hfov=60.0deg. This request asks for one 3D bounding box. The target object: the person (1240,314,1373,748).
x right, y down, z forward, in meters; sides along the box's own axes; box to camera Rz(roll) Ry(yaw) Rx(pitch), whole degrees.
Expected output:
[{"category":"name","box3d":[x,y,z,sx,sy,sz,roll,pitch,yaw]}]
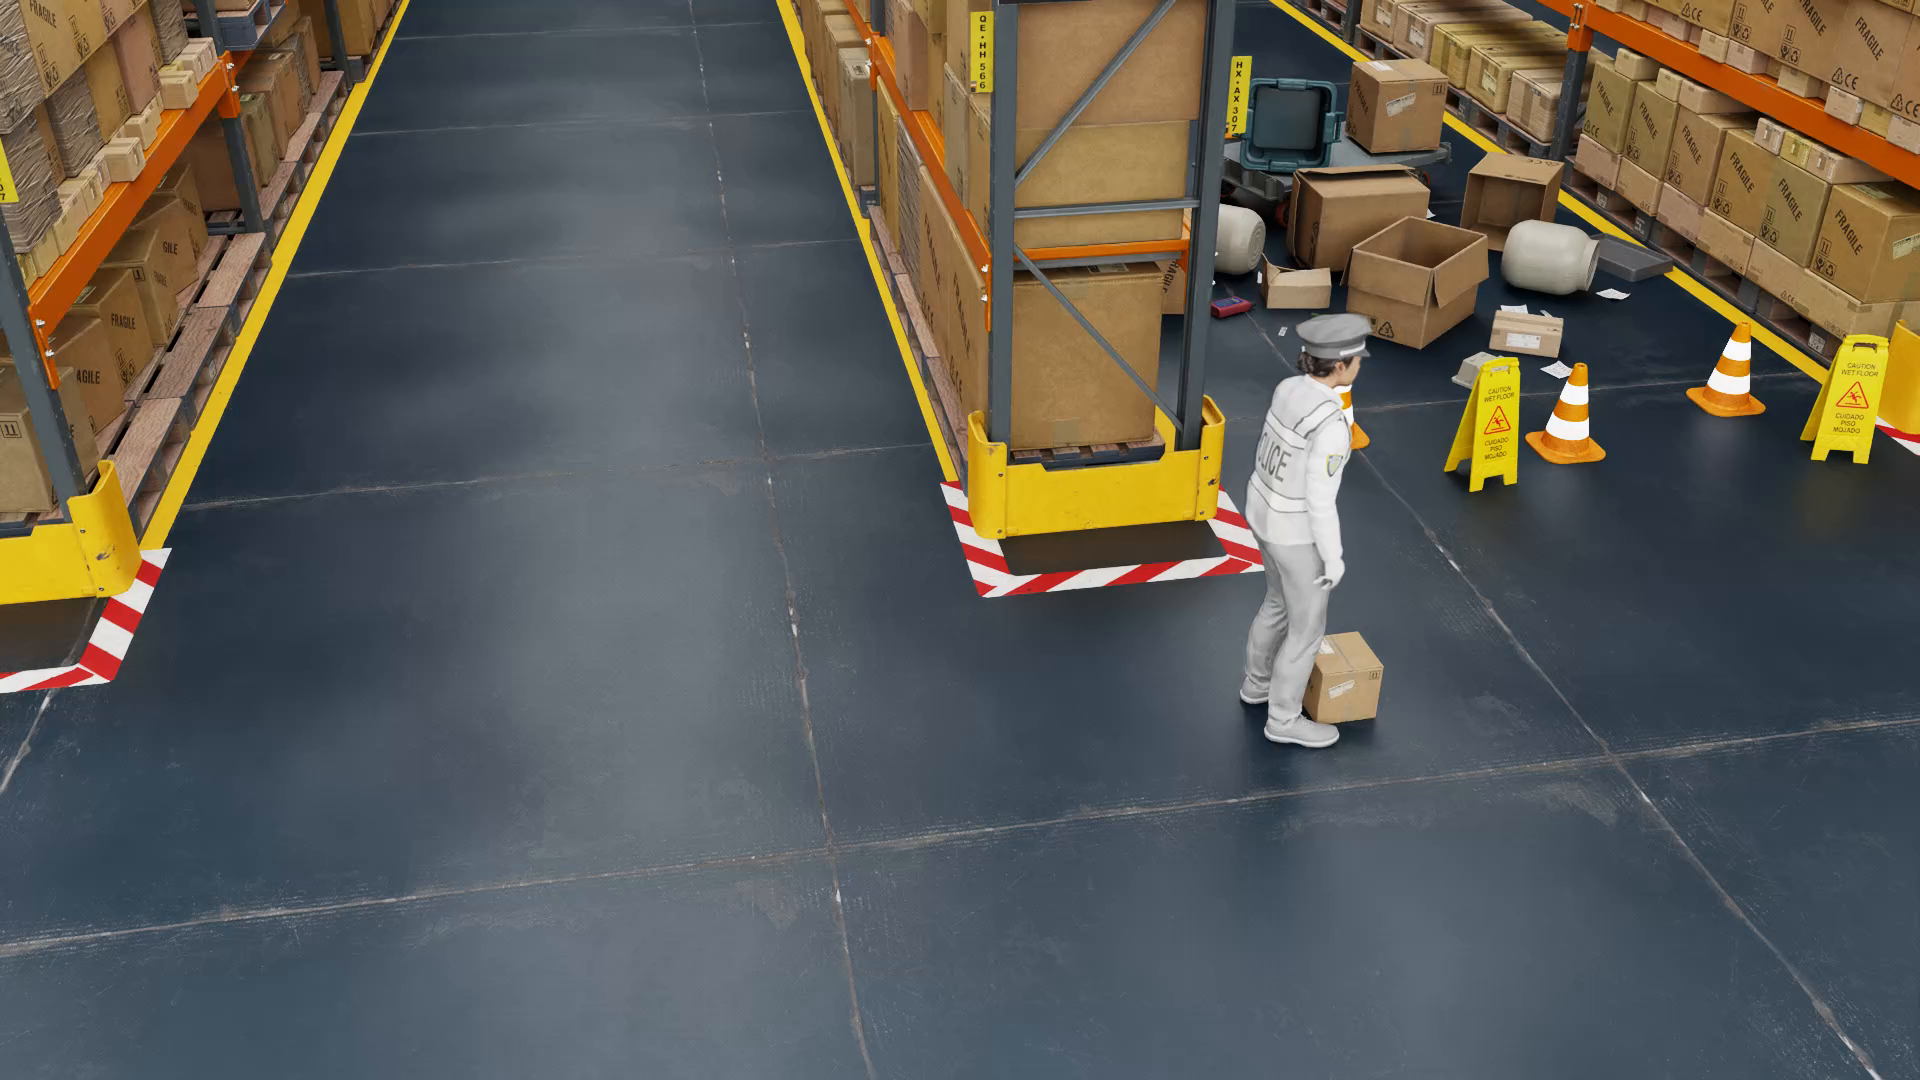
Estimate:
[{"category":"person","box3d":[1.264,-0.037,6.190,0.375,1.663,0.540,-6,31,-10]}]
